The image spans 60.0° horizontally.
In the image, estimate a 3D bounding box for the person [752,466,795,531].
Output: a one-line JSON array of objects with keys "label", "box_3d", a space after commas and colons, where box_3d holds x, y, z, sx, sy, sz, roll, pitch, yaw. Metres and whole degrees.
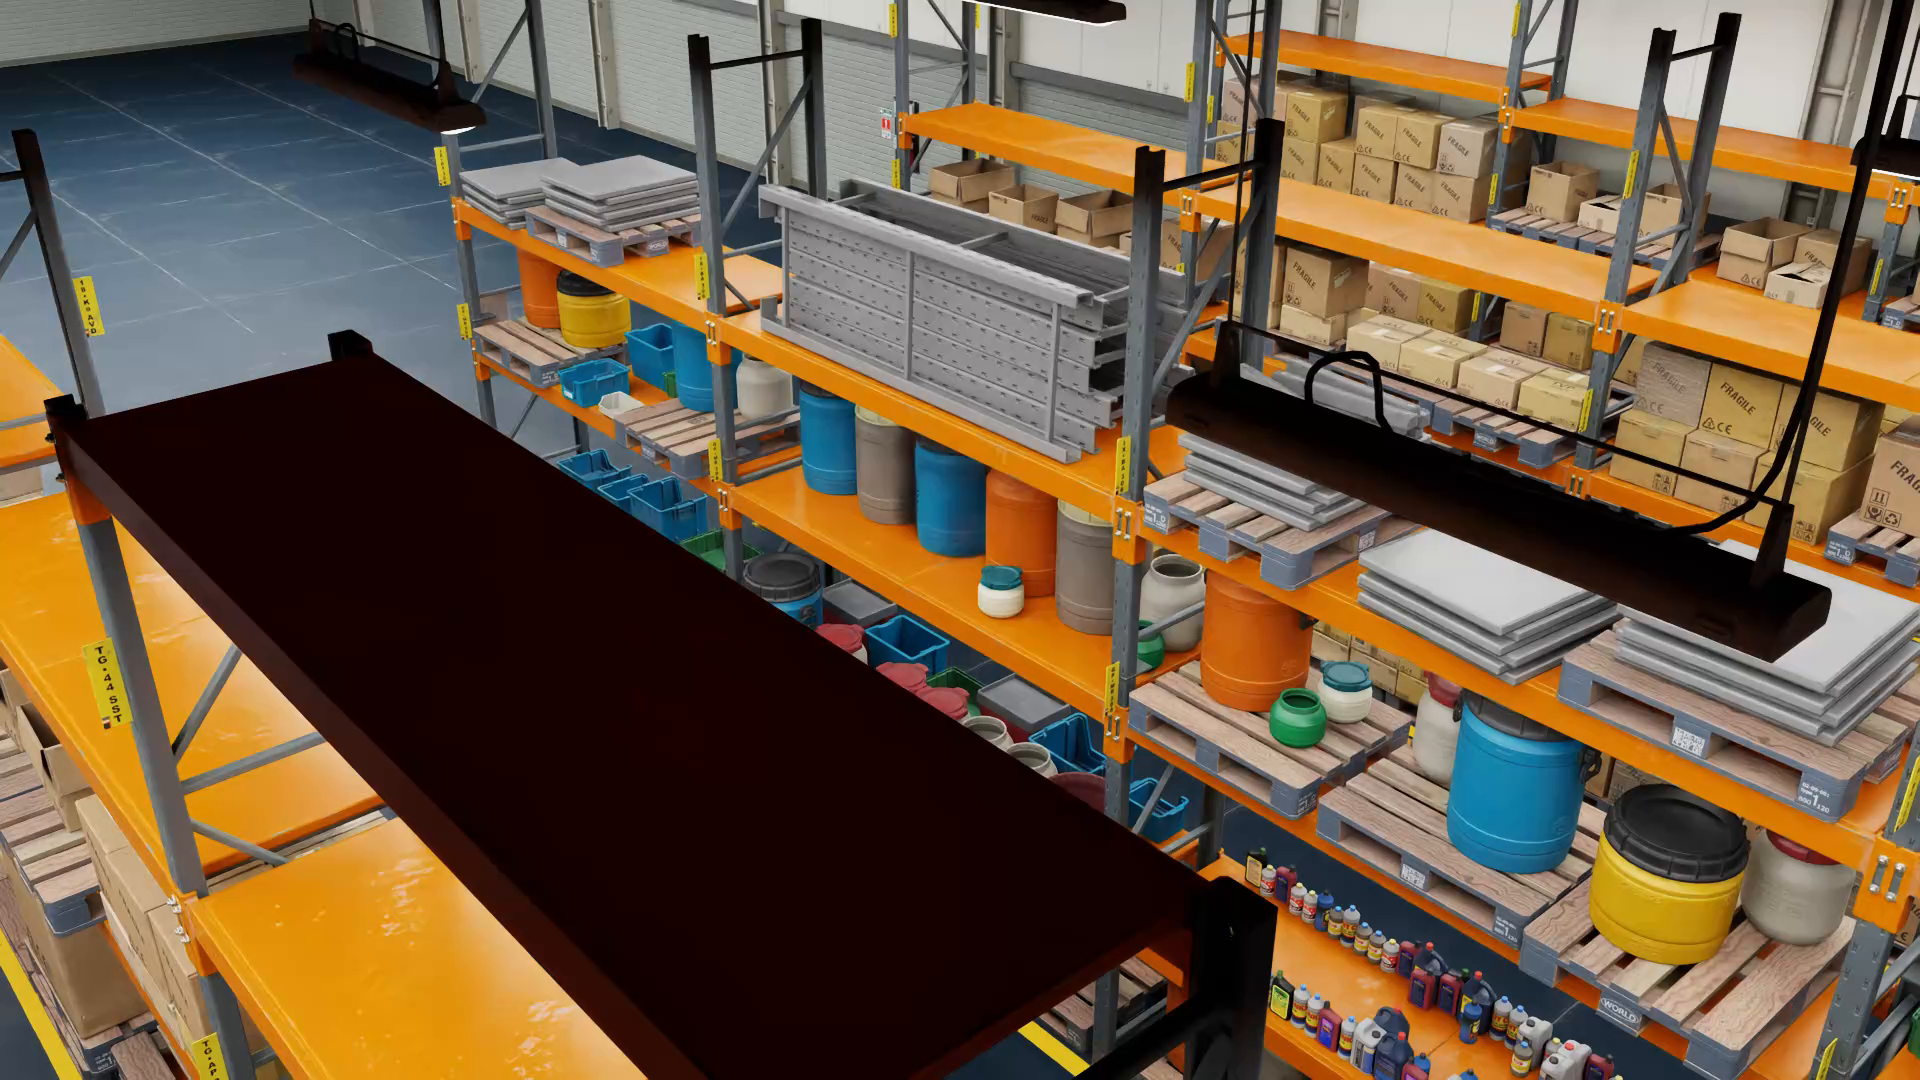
[{"label": "person", "box_3d": [-2.064, -0.928, 17.479, 0.660, 1.753, 0.824, 11, 29, 21]}]
